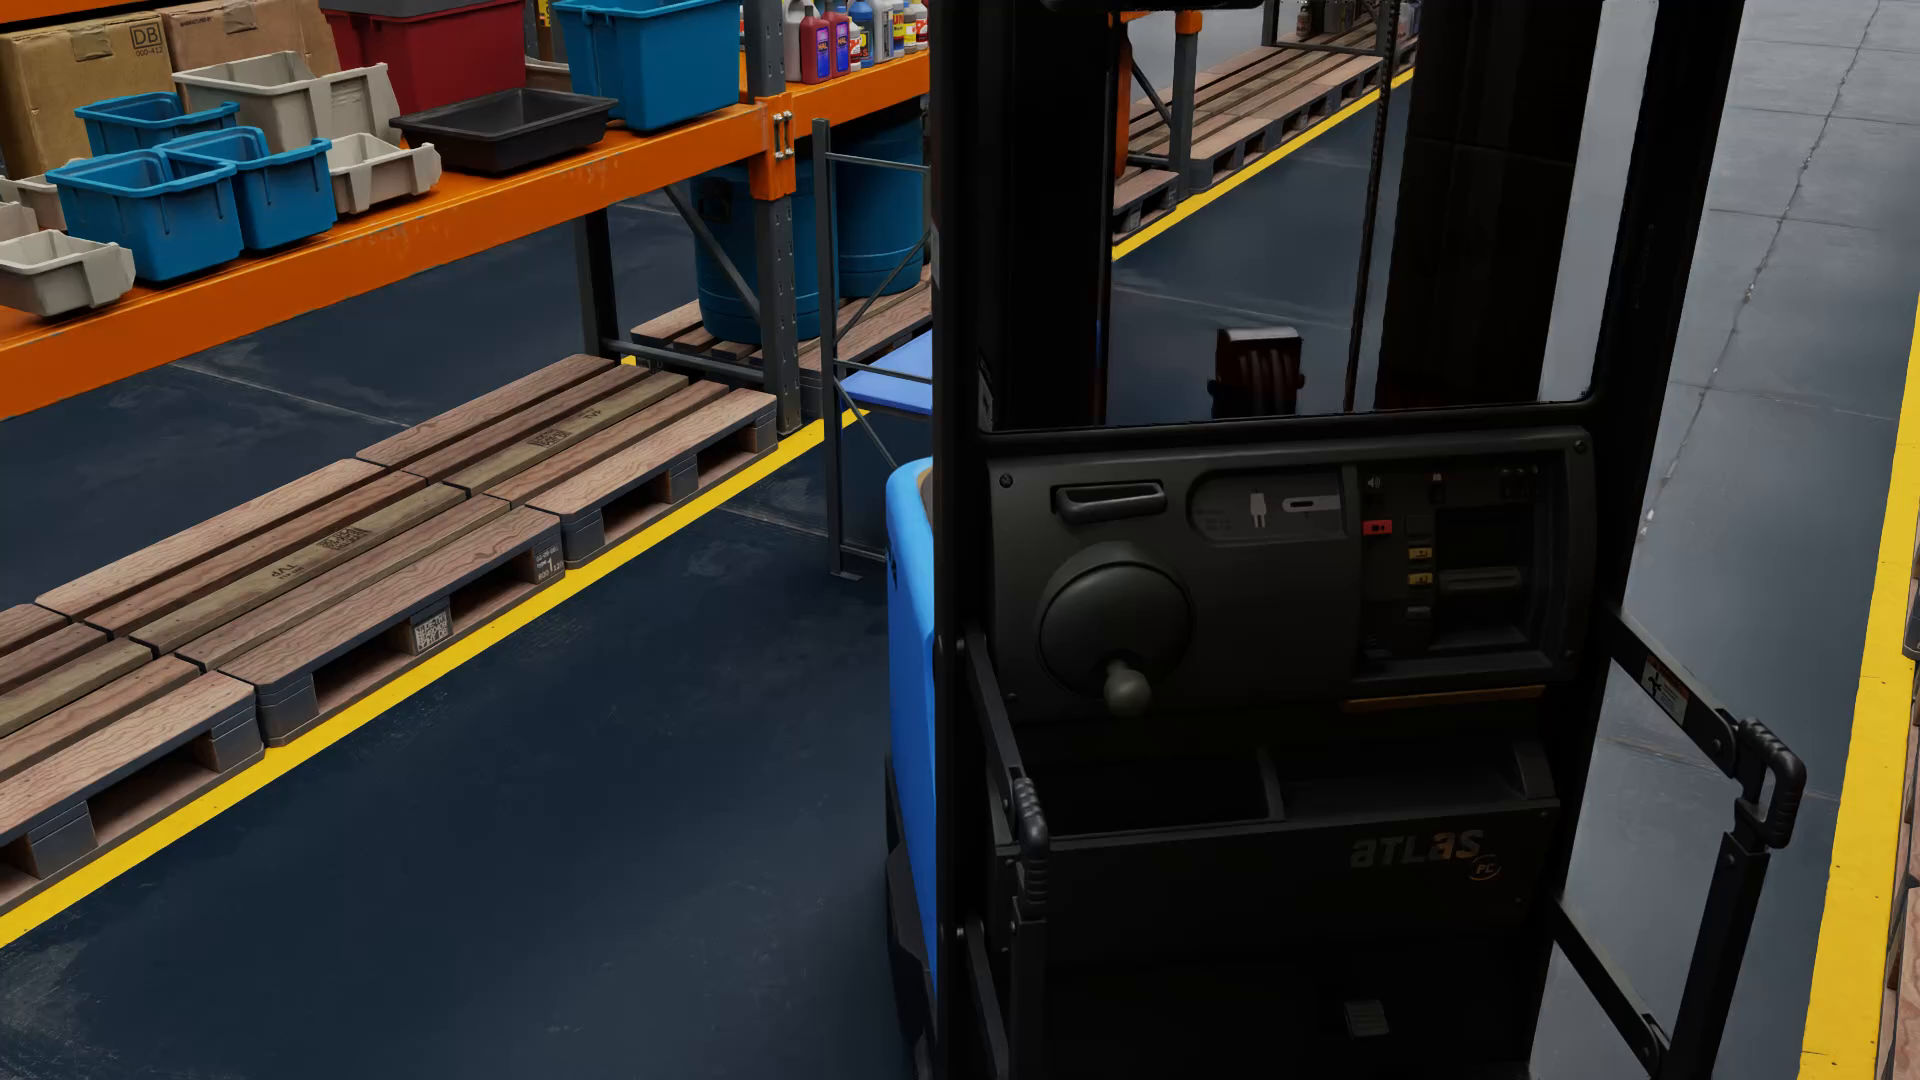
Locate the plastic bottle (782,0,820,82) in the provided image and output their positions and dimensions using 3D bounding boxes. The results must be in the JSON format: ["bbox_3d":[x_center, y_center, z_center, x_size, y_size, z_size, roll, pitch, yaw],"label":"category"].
[{"bbox_3d":[-0.620,-1.935,6.319,0.144,0.351,0.185,14,30,26],"label":"plastic bottle"}]

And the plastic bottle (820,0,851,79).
[{"bbox_3d":[-0.478,-1.924,6.373,0.061,0.283,0.133,14,30,26],"label":"plastic bottle"}]

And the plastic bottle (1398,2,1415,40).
[{"bbox_3d":[3.514,-4.131,13.203,0.152,0.276,0.135,15,30,28],"label":"plastic bottle"}]

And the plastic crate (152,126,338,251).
[{"bbox_3d":[-1.860,-0.922,4.361,0.416,0.233,0.300,14,30,26],"label":"plastic crate"}]

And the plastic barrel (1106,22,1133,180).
[{"bbox_3d":[0.647,-2.457,9.262,0.600,0.830,0.708,14,30,26],"label":"plastic barrel"}]

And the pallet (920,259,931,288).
[{"bbox_3d":[-0.080,-1.397,8.305,1.003,0.211,1.213,14,30,26],"label":"pallet"}]

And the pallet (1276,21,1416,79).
[{"bbox_3d":[3.207,-3.998,13.502,1.003,0.211,1.213,14,30,26],"label":"pallet"}]

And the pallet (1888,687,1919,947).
[{"bbox_3d":[2.877,0.732,4.053,1.003,0.211,1.213,14,30,26],"label":"pallet"}]

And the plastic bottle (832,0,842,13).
[{"bbox_3d":[-0.571,-2.413,7.364,0.097,0.271,0.097,0,27,0],"label":"plastic bottle"}]

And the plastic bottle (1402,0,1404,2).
[{"bbox_3d":[3.565,-4.276,13.497,0.097,0.271,0.097,0,27,0],"label":"plastic bottle"}]

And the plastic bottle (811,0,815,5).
[{"bbox_3d":[-0.712,-2.324,7.096,0.144,0.351,0.185,14,30,26],"label":"plastic bottle"}]

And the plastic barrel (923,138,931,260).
[{"bbox_3d":[-0.109,-1.635,7.975,0.421,0.512,0.421,0,27,0],"label":"plastic barrel"}]

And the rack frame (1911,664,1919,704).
[{"bbox_3d":[3.215,-0.783,3.963,1.000,3.000,0.127,14,30,26],"label":"rack frame"}]

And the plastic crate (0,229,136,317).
[{"bbox_3d":[-2.091,-0.620,3.865,0.250,0.136,0.298,14,30,26],"label":"plastic crate"}]

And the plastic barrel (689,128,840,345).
[{"bbox_3d":[-0.813,-1.333,6.937,0.600,0.901,0.708,14,30,26],"label":"plastic barrel"}]

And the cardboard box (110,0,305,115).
[{"bbox_3d":[-4.671,-2.806,9.908,1.225,0.875,0.875,13,29,24],"label":"cardboard box"}]

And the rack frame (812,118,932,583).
[{"bbox_3d":[-0.208,-0.506,5.085,0.500,1.500,0.032,14,30,26],"label":"rack frame"}]

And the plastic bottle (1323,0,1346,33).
[{"bbox_3d":[3.032,-4.288,13.432,0.144,0.351,0.185,14,30,26],"label":"plastic bottle"}]

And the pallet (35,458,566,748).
[{"bbox_3d":[-2.022,0.144,5.226,1.003,0.211,1.213,14,30,26],"label":"pallet"}]

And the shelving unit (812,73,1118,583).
[{"bbox_3d":[0.042,-0.704,5.481,0.538,1.500,1.048,14,30,26],"label":"shelving unit"}]

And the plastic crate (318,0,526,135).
[{"bbox_3d":[-1.753,-1.638,5.532,0.402,0.464,0.583,14,30,26],"label":"plastic crate"}]

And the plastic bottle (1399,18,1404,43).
[{"bbox_3d":[3.429,-4.005,13.035,0.097,0.201,0.097,0,27,0],"label":"plastic bottle"}]

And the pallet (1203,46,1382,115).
[{"bbox_3d":[2.488,-3.431,12.369,1.003,0.211,1.213,14,30,26],"label":"pallet"}]

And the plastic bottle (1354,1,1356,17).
[{"bbox_3d":[3.261,-4.477,13.887,0.061,0.283,0.133,14,30,26],"label":"plastic bottle"}]

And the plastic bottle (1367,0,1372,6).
[{"bbox_3d":[3.594,-4.819,14.660,0.097,0.201,0.097,0,27,0],"label":"plastic bottle"}]

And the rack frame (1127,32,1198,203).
[{"bbox_3d":[0.872,-3.434,9.259,1.000,3.000,0.127,14,30,26],"label":"rack frame"}]

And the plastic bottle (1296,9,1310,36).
[{"bbox_3d":[2.747,-4.148,13.321,0.097,0.201,0.097,0,27,0],"label":"plastic bottle"}]

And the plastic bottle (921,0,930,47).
[{"bbox_3d":[-0.107,-2.218,6.960,0.061,0.283,0.133,14,30,26],"label":"plastic bottle"}]

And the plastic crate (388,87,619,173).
[{"bbox_3d":[-1.412,-1.284,5.203,0.437,0.125,0.590,14,30,26],"label":"plastic crate"}]

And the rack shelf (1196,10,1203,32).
[{"bbox_3d":[1.856,-3.892,10.977,1.077,0.370,4.000,14,30,26],"label":"rack shelf"}]

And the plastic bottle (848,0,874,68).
[{"bbox_3d":[-0.389,-2.005,6.549,0.097,0.271,0.097,0,27,0],"label":"plastic bottle"}]

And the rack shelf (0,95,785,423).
[{"bbox_3d":[-2.079,-0.774,4.749,1.077,0.370,4.000,14,30,26],"label":"rack shelf"}]

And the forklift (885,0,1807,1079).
[{"bbox_3d":[0.539,0.086,2.305,1.130,2.935,3.031,-4,27,-7],"label":"forklift"}]

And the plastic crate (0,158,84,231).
[{"bbox_3d":[-2.419,-0.926,4.476,0.298,0.136,0.250,14,30,26],"label":"plastic crate"}]

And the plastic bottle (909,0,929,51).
[{"bbox_3d":[-0.179,-2.140,6.897,0.097,0.201,0.097,0,27,0],"label":"plastic bottle"}]

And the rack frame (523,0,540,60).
[{"bbox_3d":[-3.440,-4.525,11.438,1.000,3.000,0.127,14,30,26],"label":"rack frame"}]

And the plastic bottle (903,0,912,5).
[{"bbox_3d":[-0.213,-2.310,7.153,0.152,0.276,0.135,14,30,26],"label":"plastic bottle"}]

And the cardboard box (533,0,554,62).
[{"bbox_3d":[-3.128,-3.869,12.429,0.700,0.500,0.500,13,29,23],"label":"cardboard box"}]

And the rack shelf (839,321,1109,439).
[{"bbox_3d":[0.042,-0.543,5.561,0.538,0.185,1.000,14,30,26],"label":"rack shelf"}]

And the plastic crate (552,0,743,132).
[{"bbox_3d":[-1.028,-1.638,5.621,0.392,0.384,0.575,14,30,26],"label":"plastic crate"}]

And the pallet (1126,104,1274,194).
[{"bbox_3d":[1.287,-2.480,10.469,1.003,0.211,1.213,14,30,26],"label":"pallet"}]

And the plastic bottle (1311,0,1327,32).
[{"bbox_3d":[2.906,-4.319,13.496,0.144,0.351,0.185,13,30,25],"label":"plastic bottle"}]

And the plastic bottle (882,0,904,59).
[{"bbox_3d":[-0.275,-2.096,6.729,0.097,0.271,0.097,0,27,0],"label":"plastic bottle"}]
